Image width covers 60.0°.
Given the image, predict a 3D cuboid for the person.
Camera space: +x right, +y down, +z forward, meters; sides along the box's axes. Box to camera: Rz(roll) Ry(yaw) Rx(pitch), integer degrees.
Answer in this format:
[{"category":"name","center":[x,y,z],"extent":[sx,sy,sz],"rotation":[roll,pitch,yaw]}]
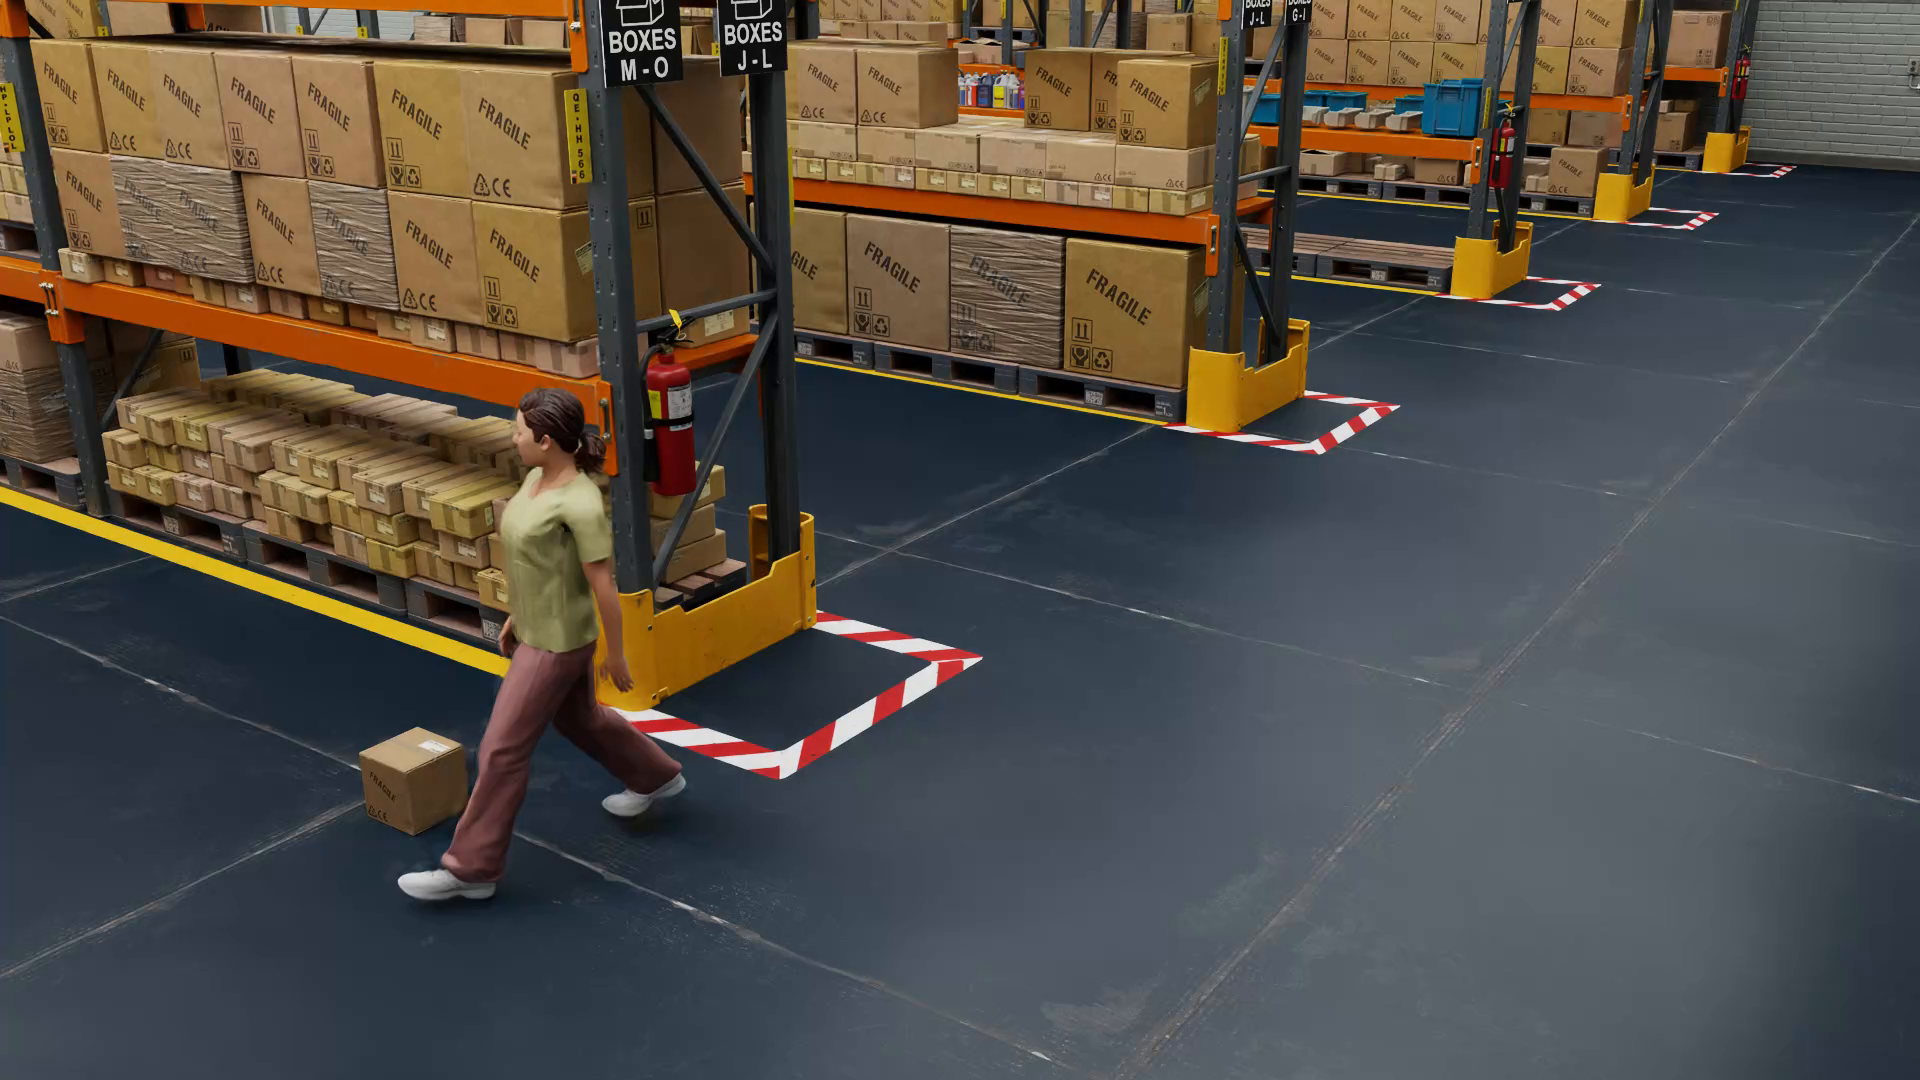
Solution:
[{"category":"person","center":[-1.359,0.302,5.293],"extent":[1.038,1.607,0.464],"rotation":[-11,23,-28]}]
